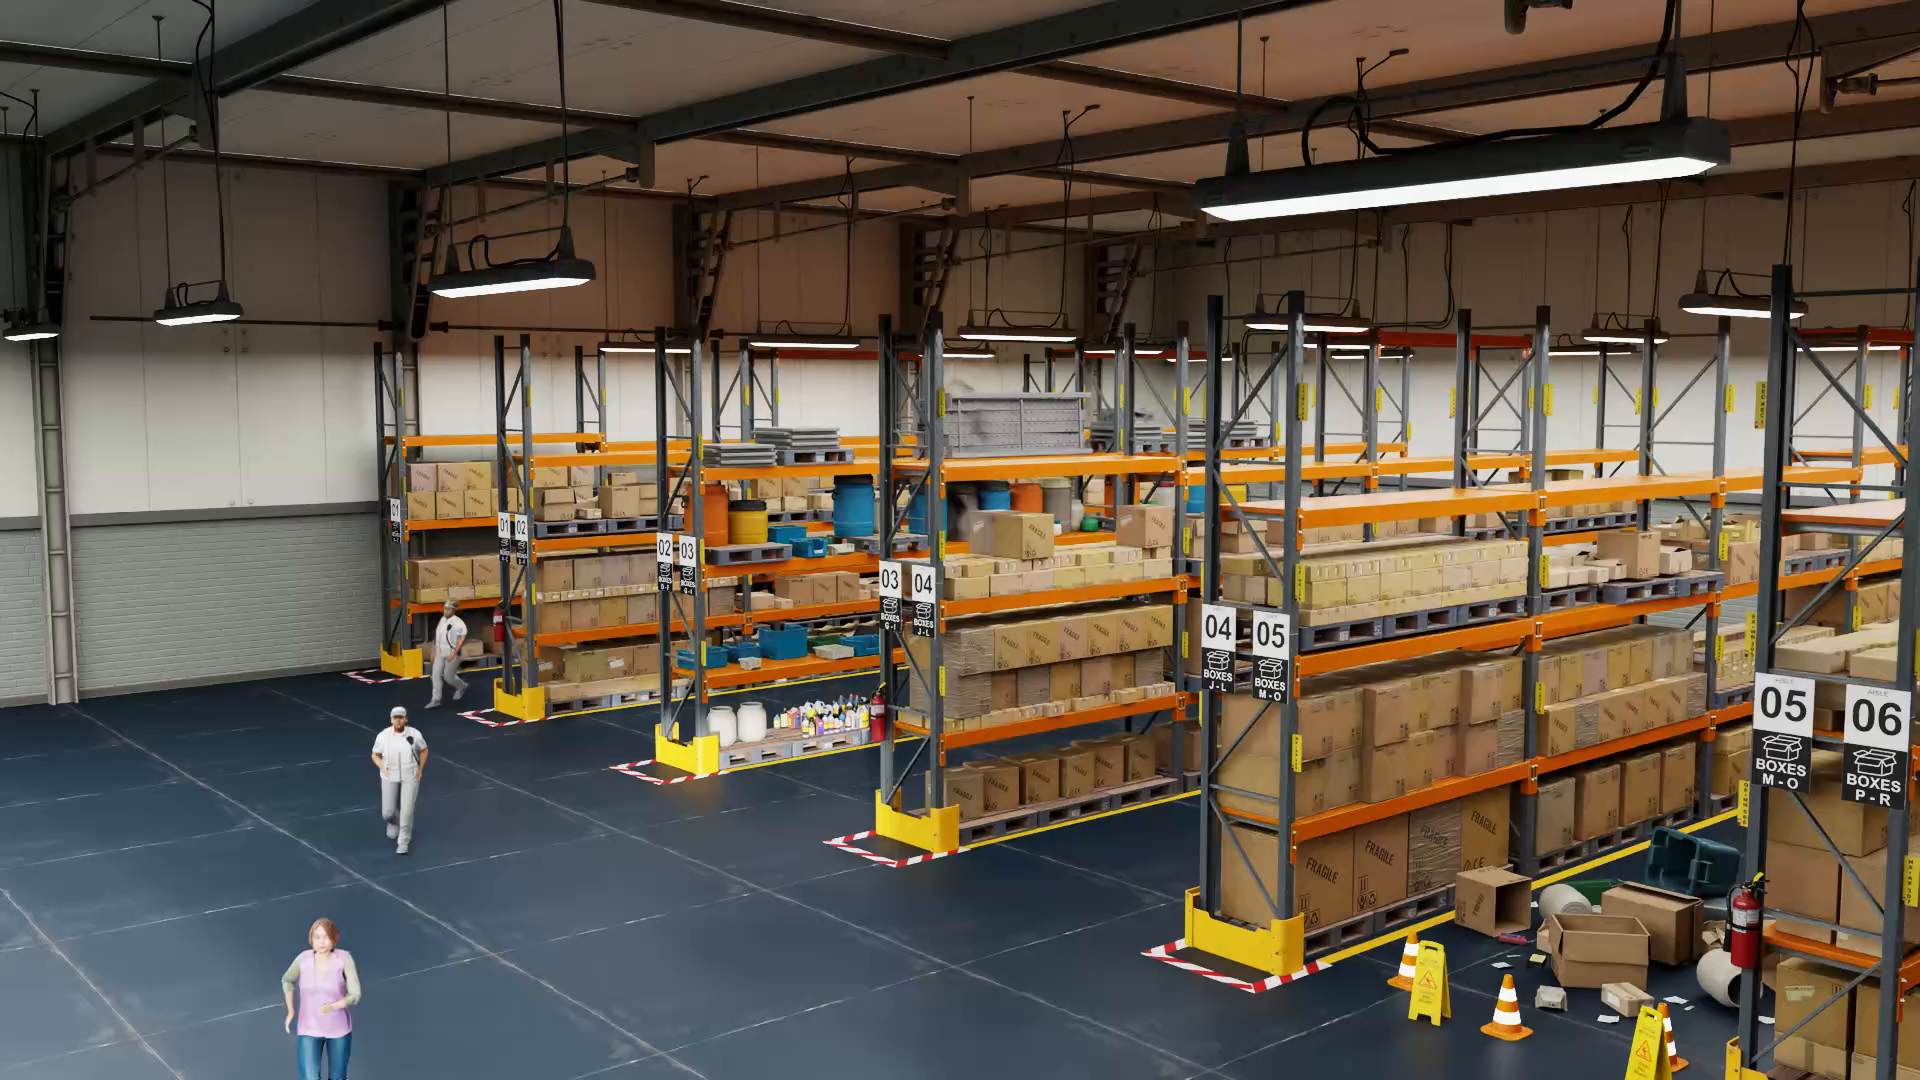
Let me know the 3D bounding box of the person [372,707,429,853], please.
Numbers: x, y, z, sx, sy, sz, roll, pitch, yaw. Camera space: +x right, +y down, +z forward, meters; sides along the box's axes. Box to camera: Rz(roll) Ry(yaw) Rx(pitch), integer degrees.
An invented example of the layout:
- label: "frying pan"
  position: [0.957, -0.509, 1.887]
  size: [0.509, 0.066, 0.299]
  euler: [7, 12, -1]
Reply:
- label: "person"
  position: [-6.263, 2.660, 18.636]
  size: [0.603, 1.620, 0.616]
  euler: [-2, 5, -17]

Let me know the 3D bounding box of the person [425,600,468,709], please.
- label: "person"
  position: [-8.306, 1.835, 27.021]
  size: [0.734, 1.749, 0.858]
  euler: [3, 6, 27]

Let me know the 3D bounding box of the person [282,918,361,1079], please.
- label: "person"
  position: [-4.300, 3.348, 11.224]
  size: [0.504, 1.616, 0.682]
  euler: [-2, 6, -20]
